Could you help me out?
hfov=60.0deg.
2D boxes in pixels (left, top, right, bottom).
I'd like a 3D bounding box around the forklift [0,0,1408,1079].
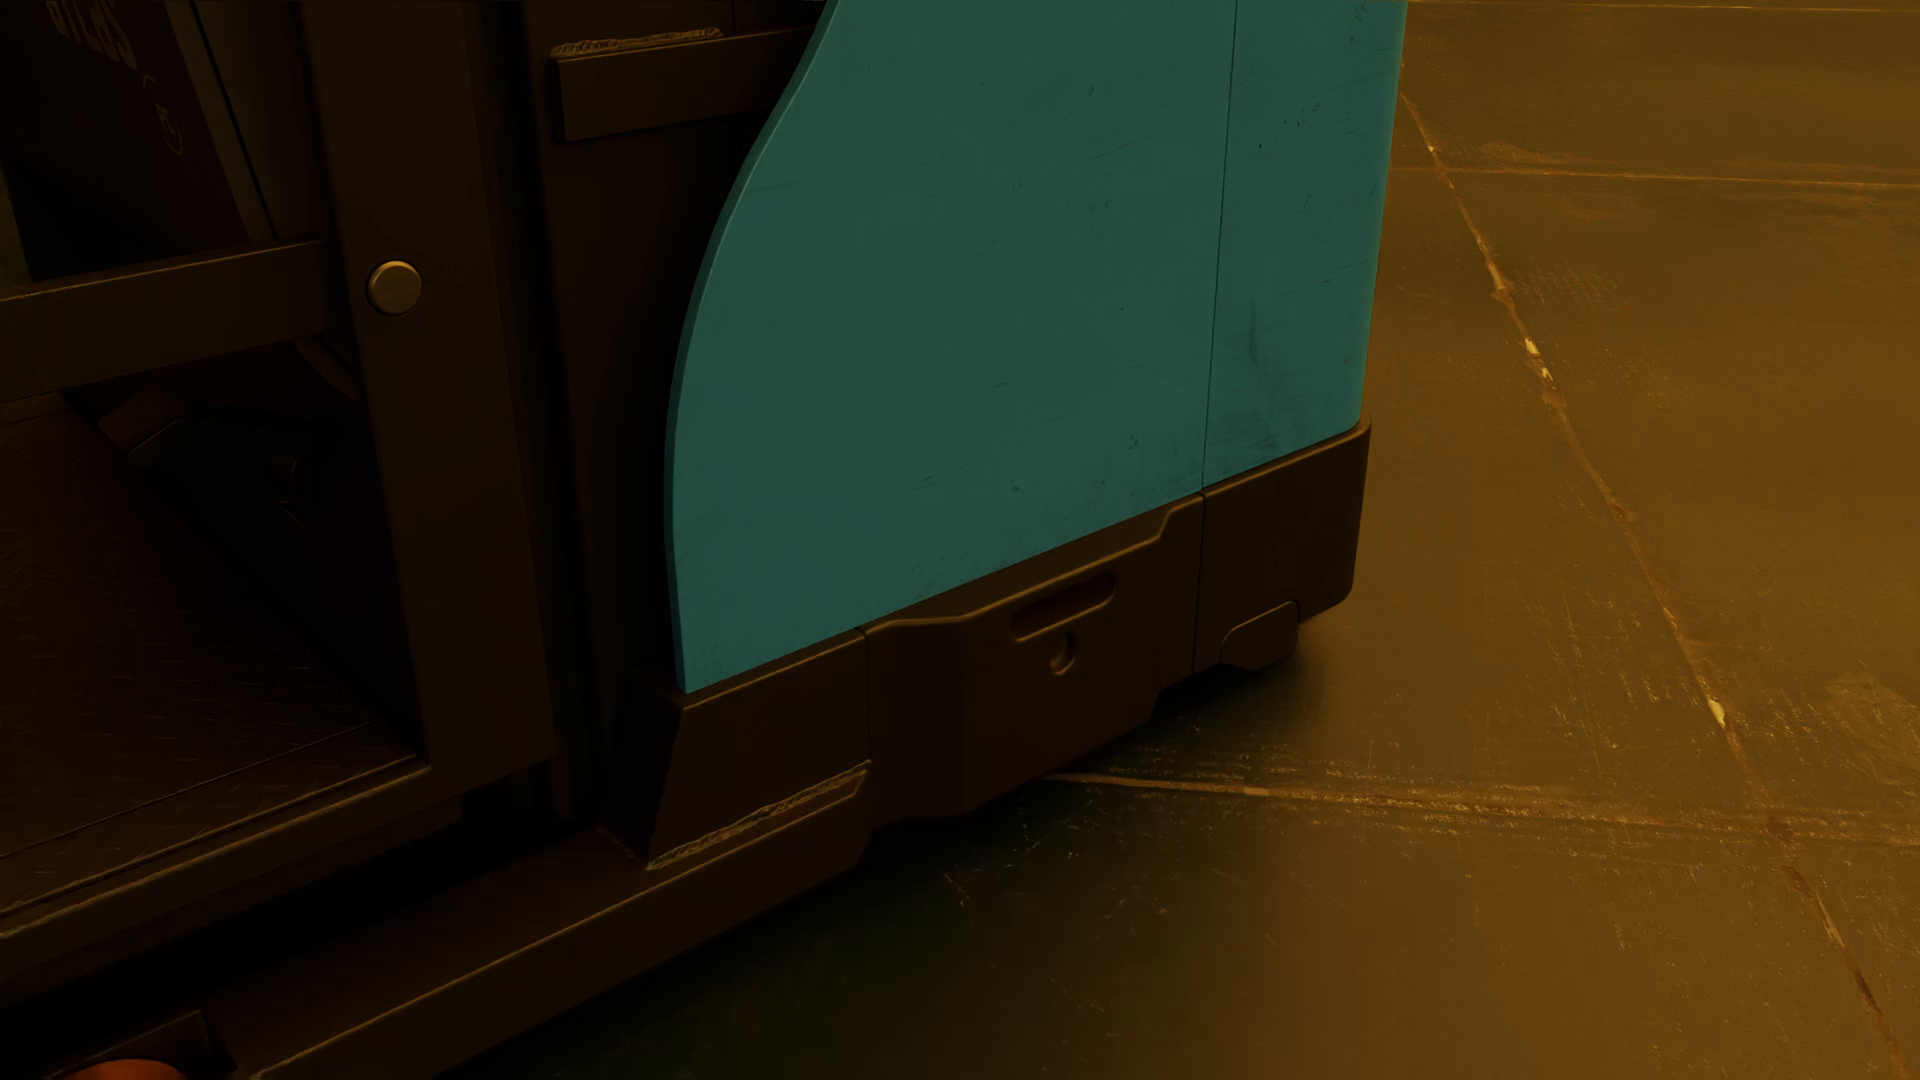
[{"bbox_3d":[-0.926,-0.935,1.090,3.031,2.935,1.130,-21,33,-35],"label":"forklift"}]
